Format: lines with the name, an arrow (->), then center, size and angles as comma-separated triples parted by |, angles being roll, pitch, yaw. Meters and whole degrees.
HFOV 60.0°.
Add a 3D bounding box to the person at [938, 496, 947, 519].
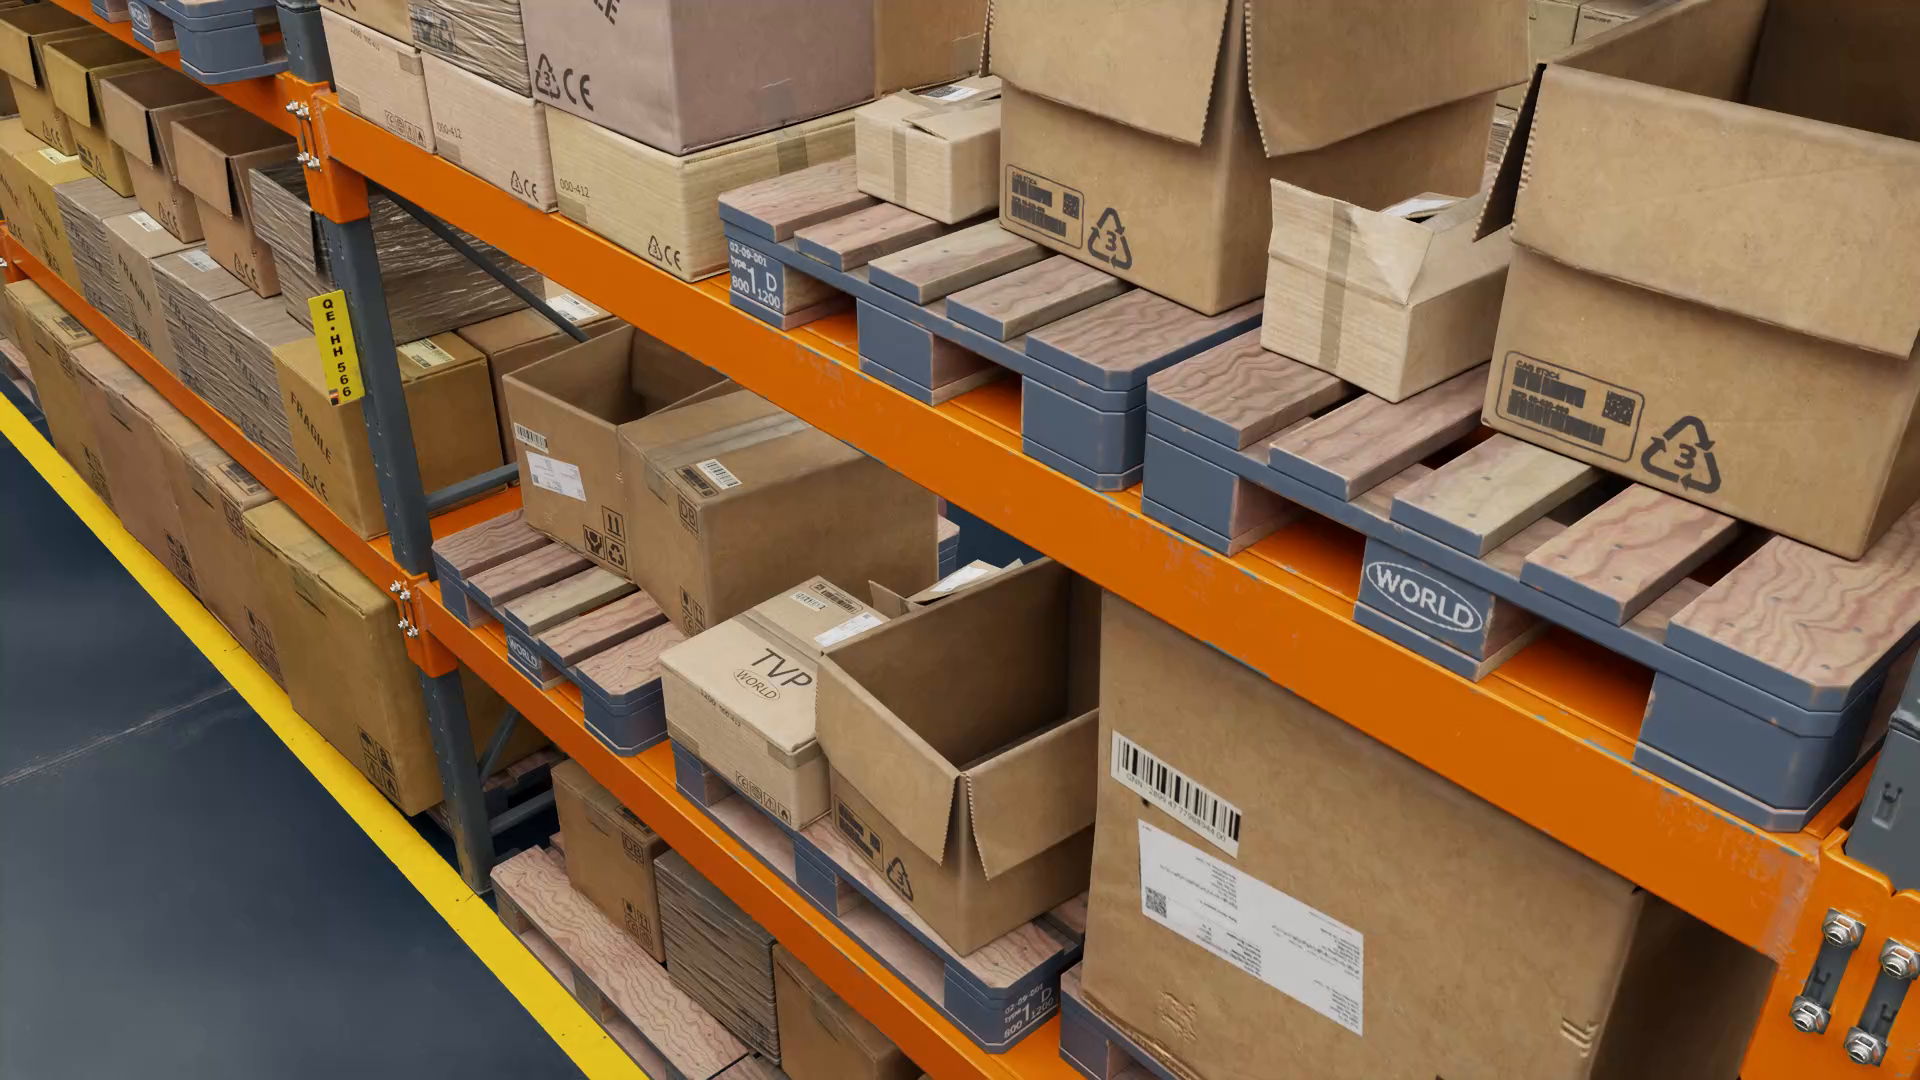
person -> -0.256, -0.548, 7.017 | 0.466, 1.675, 0.452 | -27, 41, -36
